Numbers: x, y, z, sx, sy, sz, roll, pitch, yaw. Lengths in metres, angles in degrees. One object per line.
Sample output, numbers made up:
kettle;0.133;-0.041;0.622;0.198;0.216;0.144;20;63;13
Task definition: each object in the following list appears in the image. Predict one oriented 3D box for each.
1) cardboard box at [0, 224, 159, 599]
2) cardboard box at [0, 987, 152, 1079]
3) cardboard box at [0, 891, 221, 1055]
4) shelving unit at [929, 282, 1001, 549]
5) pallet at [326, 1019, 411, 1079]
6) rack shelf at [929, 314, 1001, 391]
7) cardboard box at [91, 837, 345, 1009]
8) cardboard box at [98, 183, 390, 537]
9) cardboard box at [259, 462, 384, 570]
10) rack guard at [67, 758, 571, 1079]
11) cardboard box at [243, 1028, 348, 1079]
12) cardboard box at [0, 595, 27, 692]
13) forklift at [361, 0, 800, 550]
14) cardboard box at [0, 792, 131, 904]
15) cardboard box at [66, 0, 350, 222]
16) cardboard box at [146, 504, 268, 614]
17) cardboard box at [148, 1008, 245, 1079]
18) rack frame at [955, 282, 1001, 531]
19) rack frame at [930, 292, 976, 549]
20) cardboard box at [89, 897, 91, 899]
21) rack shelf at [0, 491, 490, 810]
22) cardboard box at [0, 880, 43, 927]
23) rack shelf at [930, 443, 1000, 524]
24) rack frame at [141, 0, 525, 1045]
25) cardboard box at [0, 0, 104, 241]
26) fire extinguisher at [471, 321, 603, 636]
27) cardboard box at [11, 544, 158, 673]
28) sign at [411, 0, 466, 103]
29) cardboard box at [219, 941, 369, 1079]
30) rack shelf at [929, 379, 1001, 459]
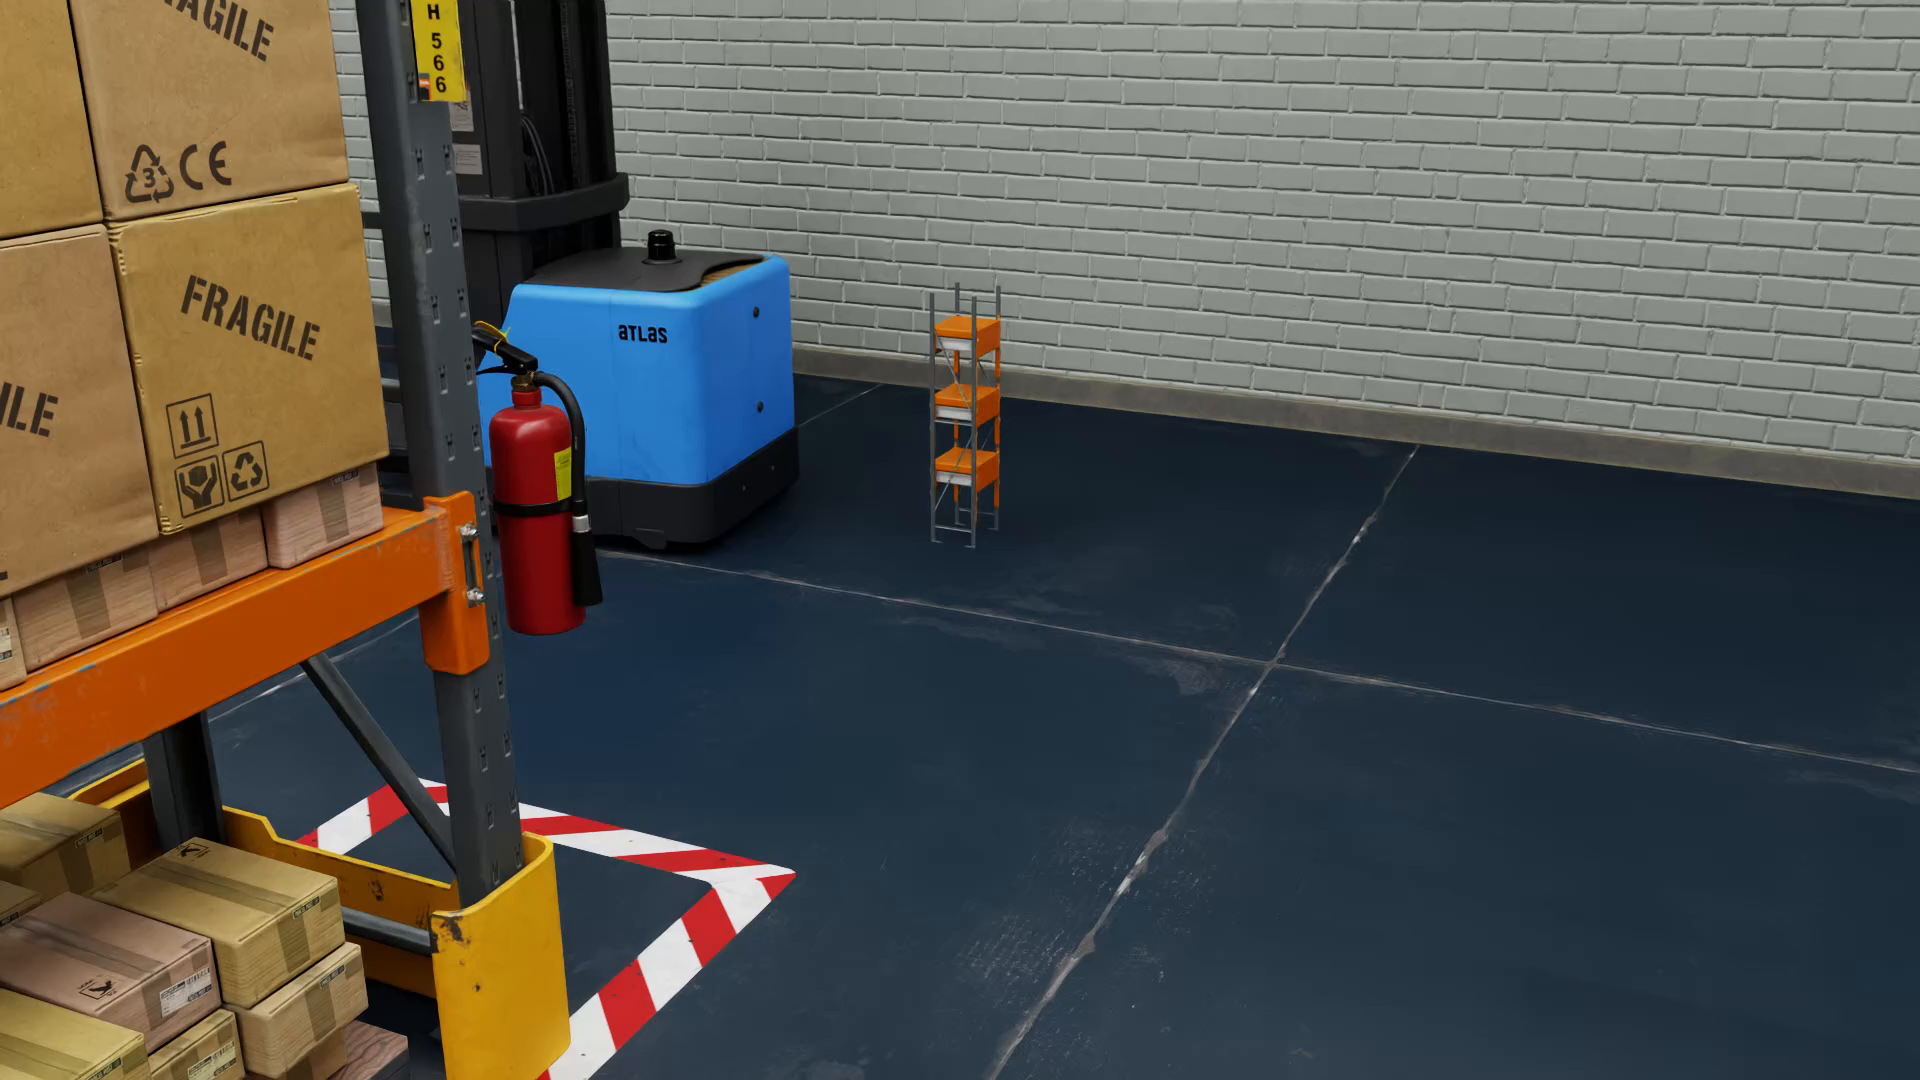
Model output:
cardboard box;-1.598;-0.193;2.441;0.500;0.500;0.500;8;21;22
cardboard box;-1.564;0.892;2.723;0.380;0.149;0.250;8;21;21
cardboard box;-1.574;0.796;2.995;0.380;0.149;0.250;9;21;24
shelving unit;0.022;-0.511;6.839;0.215;1.050;0.252;9;21;23
pallet;-1.829;1.246;3.151;1.003;0.211;1.213;9;21;23
rack shelf;0.022;-0.768;6.747;0.215;0.259;0.240;9;21;23
cardboard box;-1.418;0.727;3.189;0.380;0.149;0.250;9;21;23
cardboard box;-1.382;-0.350;2.882;0.500;0.500;0.500;9;21;24
cardboard box;-1.308;-0.078;3.087;0.380;0.149;0.250;9;21;23
rack guard;-1.464;0.866;3.788;1.175;0.500;0.348;9;21;23
cardboard box;-1.458;1.000;3.308;0.380;0.149;0.250;9;21;24
cardboard box;-1.617;0.153;2.438;0.380;0.149;0.250;9;22;24
forklift;-2.305;-1.612;7.128;3.031;2.935;1.130;6;20;17
cardboard box;-1.957;0.644;3.422;0.380;0.149;0.250;8;21;20
cardboard box;-1.393;-0.819;2.711;0.500;0.500;0.500;8;21;22
cardboard box;-1.445;-0.007;2.888;0.380;0.149;0.250;9;21;23
cardboard box;-1.545;0.943;3.024;0.380;0.149;0.250;8;21;21
rack frame;0.072;-0.548;6.944;0.200;1.050;0.008;9;21;23
rack frame;-0.028;-0.474;6.734;0.200;1.050;0.008;9;21;23
cardboard box;-1.882;0.795;3.440;0.380;0.149;0.250;10;22;25
rack shelf;-2.252;0.615;1.835;1.077;0.370;4.000;9;21;23
cardboard box;-1.960;0.744;3.139;0.380;0.149;0.250;9;21;24
rack shelf;0.022;-0.239;6.936;0.215;0.259;0.240;9;21;23
rack frame;-1.433;-0.335;3.434;1.000;3.000;0.127;9;21;23
cardboard box;-1.601;-0.664;2.275;0.500;0.500;0.500;8;21;21
fire extinguisher;-0.909;-0.136;3.548;0.296;0.674;0.183;9;21;23
cardboard box;-1.533;0.071;2.666;0.380;0.149;0.250;8;21;22
sign;-0.935;-0.947;2.956;0.100;0.325;0.005;9;21;23
cardboard box;-1.389;0.871;3.228;0.380;0.149;0.250;8;21;21
rack shelf;0.022;-0.501;6.842;0.215;0.259;0.240;9;21;23
